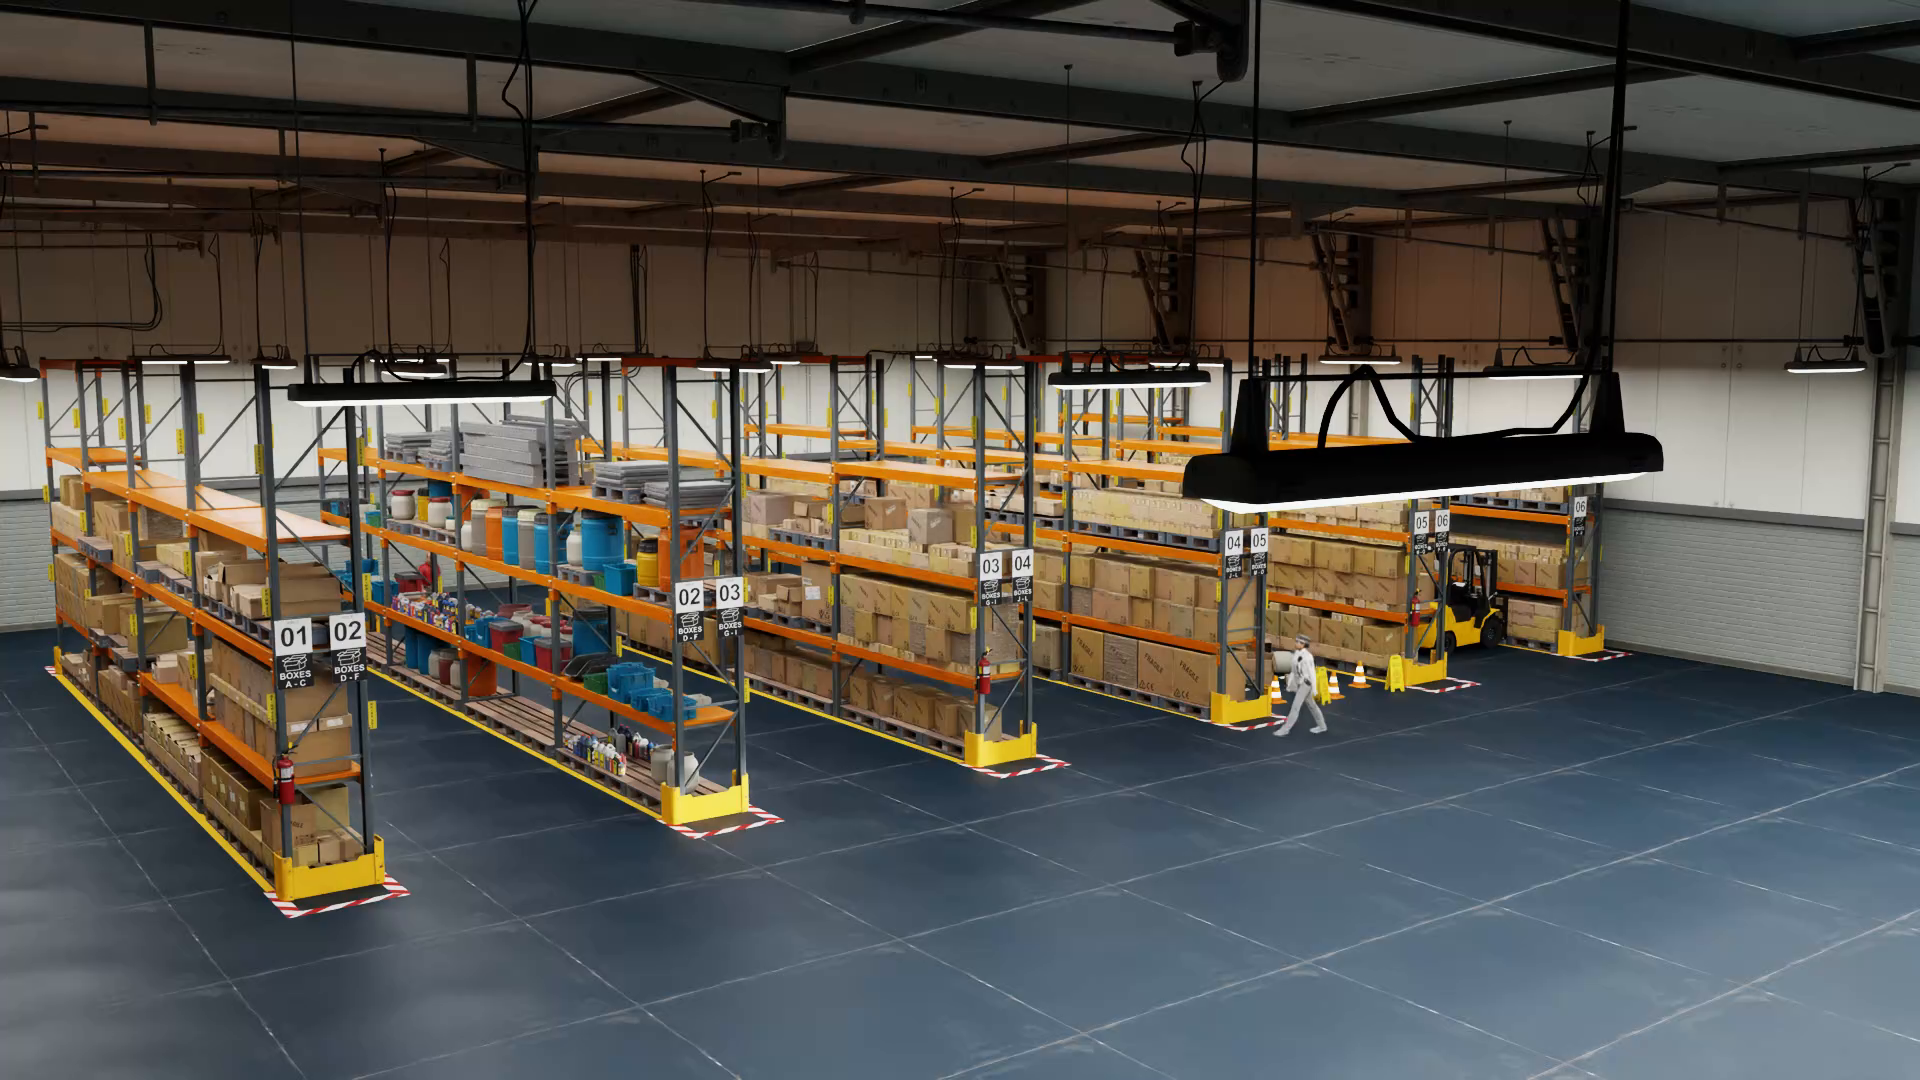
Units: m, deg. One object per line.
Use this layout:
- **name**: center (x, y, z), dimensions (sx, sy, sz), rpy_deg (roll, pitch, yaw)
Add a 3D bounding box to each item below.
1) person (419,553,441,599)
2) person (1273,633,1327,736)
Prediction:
- **person**: center (-11.628, 1.106, 36.565), dimensions (0.576, 1.664, 1.099), rpy_deg (-6, 9, -39)
- **person**: center (5.453, 2.296, 26.687), dimensions (0.958, 1.626, 0.516), rpy_deg (-1, 7, -10)
